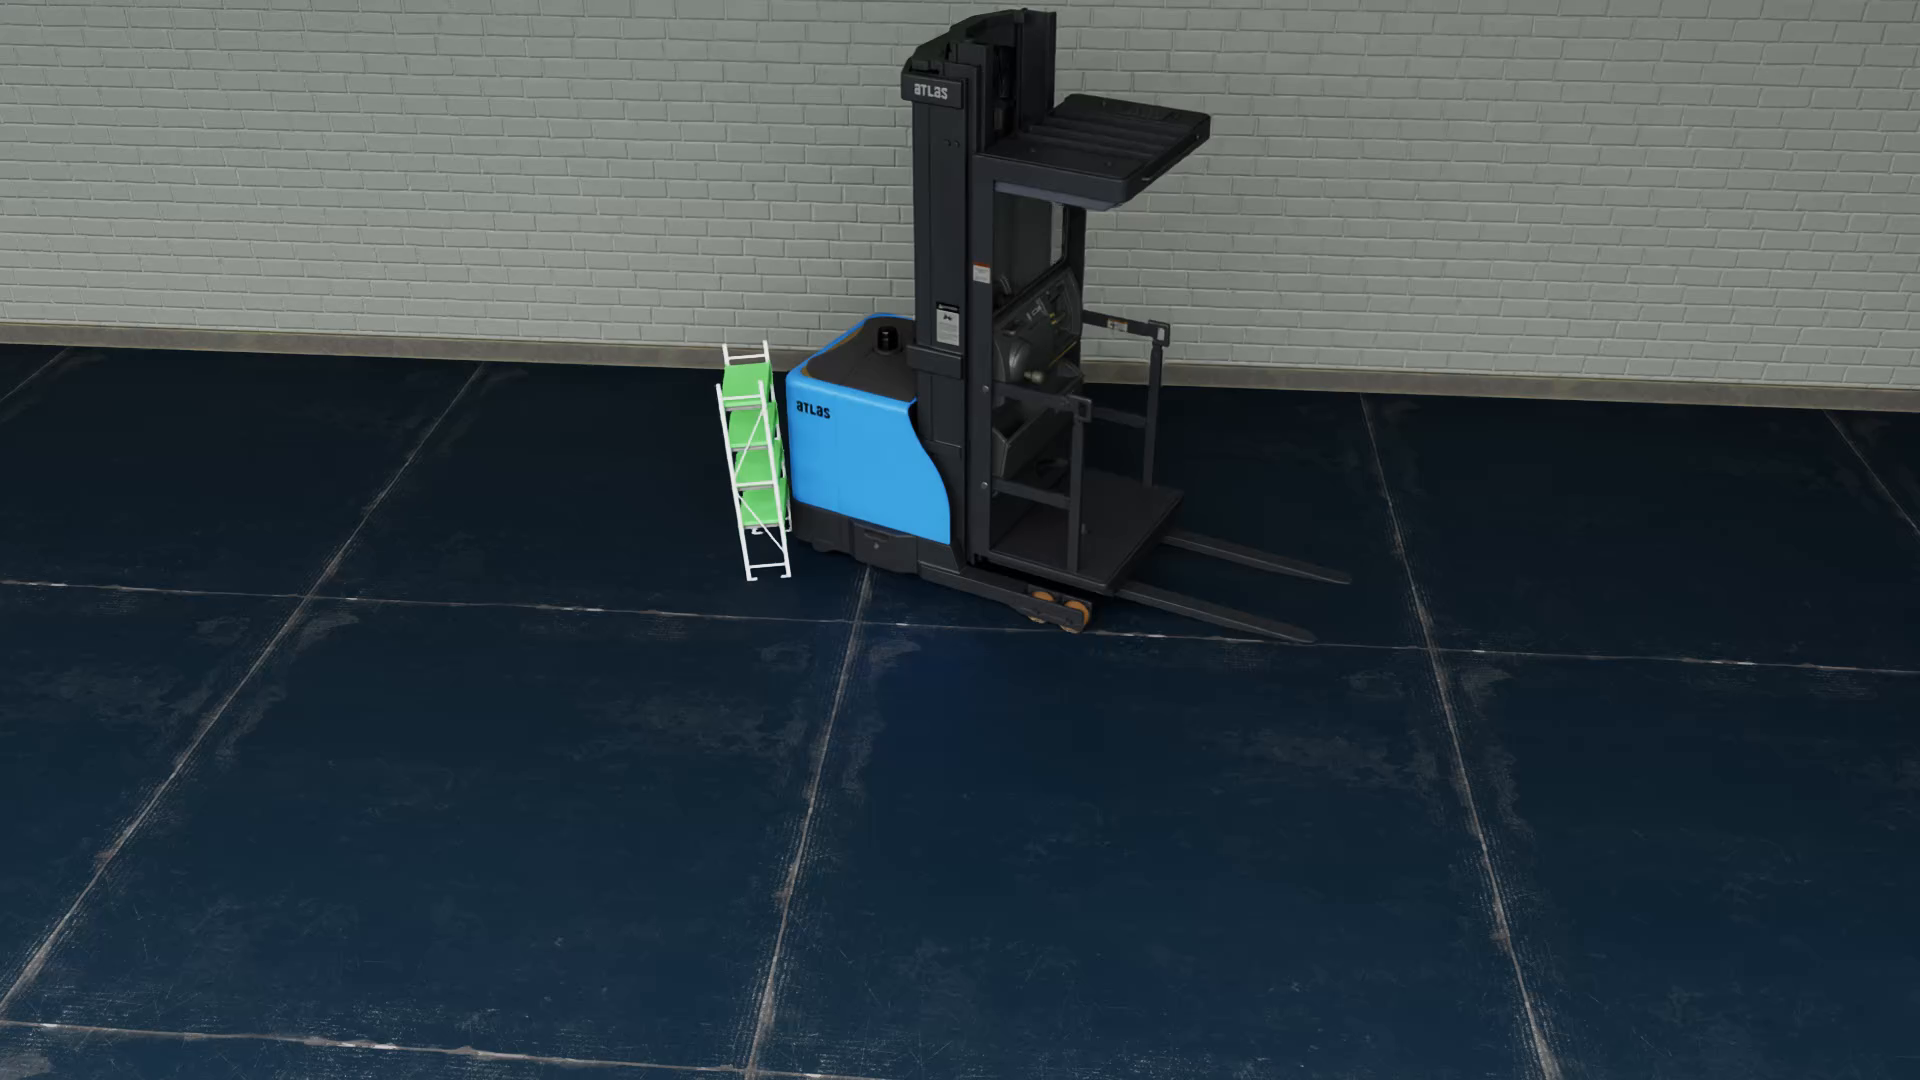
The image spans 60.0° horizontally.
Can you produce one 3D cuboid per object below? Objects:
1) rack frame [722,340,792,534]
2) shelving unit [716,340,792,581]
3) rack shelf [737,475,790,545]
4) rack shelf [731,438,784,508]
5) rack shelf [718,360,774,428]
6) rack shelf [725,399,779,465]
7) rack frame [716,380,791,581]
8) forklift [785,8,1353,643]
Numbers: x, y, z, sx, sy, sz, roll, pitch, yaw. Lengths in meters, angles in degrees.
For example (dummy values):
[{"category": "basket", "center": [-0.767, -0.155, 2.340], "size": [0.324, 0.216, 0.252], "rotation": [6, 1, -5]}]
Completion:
[{"category": "rack frame", "center": [-1.118, -0.555, 9.271], "size": [0.240, 1.200, 0.015], "rotation": [-5, 32, 0]}, {"category": "shelving unit", "center": [-1.105, -0.427, 9.063], "size": [0.258, 1.200, 0.503], "rotation": [-5, 32, 0]}, {"category": "rack shelf", "center": [-1.085, -0.169, 9.223], "size": [0.258, 0.148, 0.480], "rotation": [-5, 32, 0]}, {"category": "rack shelf", "center": [-1.101, -0.373, 9.097], "size": [0.258, 0.148, 0.480], "rotation": [-5, 32, 0]}, {"category": "rack shelf", "center": [-1.134, -0.780, 8.844], "size": [0.258, 0.148, 0.480], "rotation": [-5, 32, 0]}, {"category": "rack shelf", "center": [-1.118, -0.576, 8.971], "size": [0.258, 0.148, 0.480], "rotation": [-5, 32, 0]}, {"category": "rack frame", "center": [-1.093, -0.299, 8.856], "size": [0.240, 1.200, 0.015], "rotation": [-5, 32, 0]}, {"category": "forklift", "center": [0.586, -1.079, 8.488], "size": [3.031, 2.935, 1.130], "rotation": [16, 35, 24]}]
